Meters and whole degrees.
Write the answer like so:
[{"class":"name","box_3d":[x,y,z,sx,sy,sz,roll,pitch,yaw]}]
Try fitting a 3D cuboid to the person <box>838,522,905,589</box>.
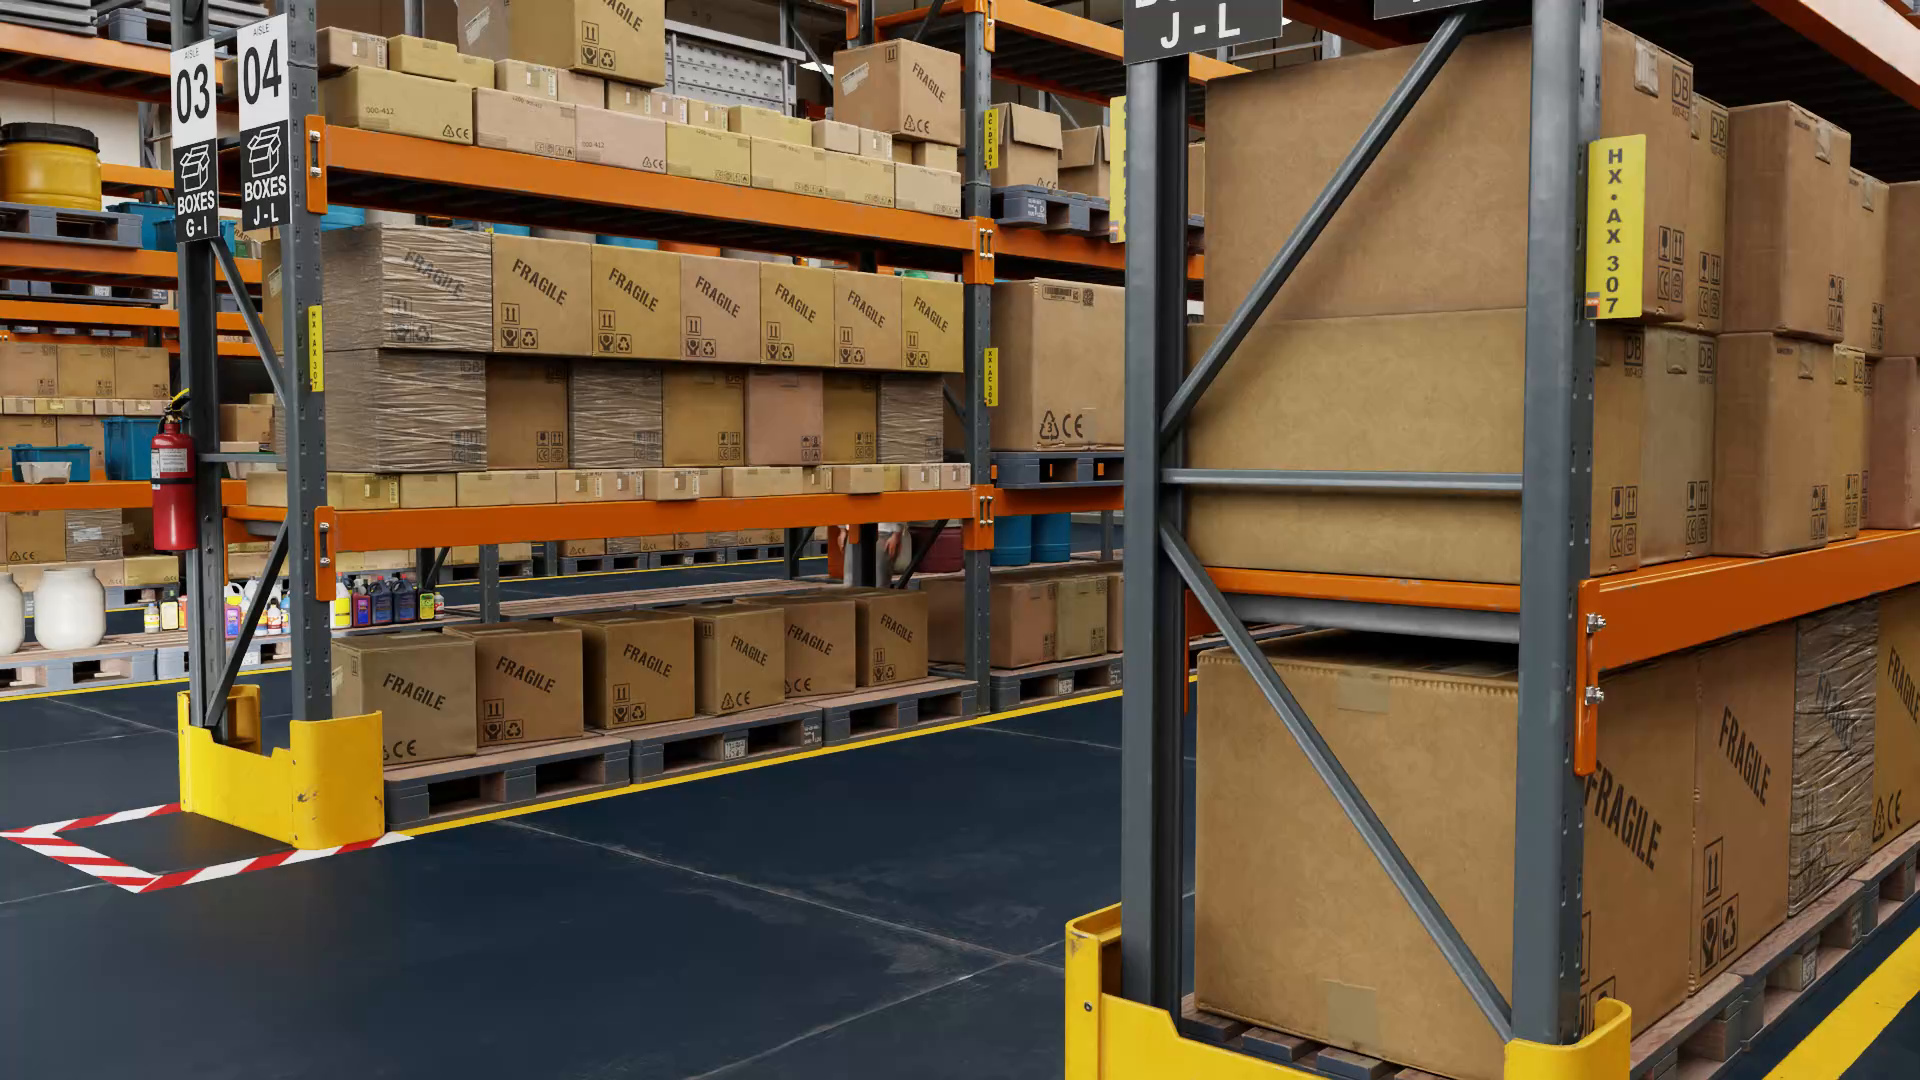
[{"class":"person","box_3d":[-0.649,-0.038,12.134,0.582,1.769,0.464,3,4,38]}]
